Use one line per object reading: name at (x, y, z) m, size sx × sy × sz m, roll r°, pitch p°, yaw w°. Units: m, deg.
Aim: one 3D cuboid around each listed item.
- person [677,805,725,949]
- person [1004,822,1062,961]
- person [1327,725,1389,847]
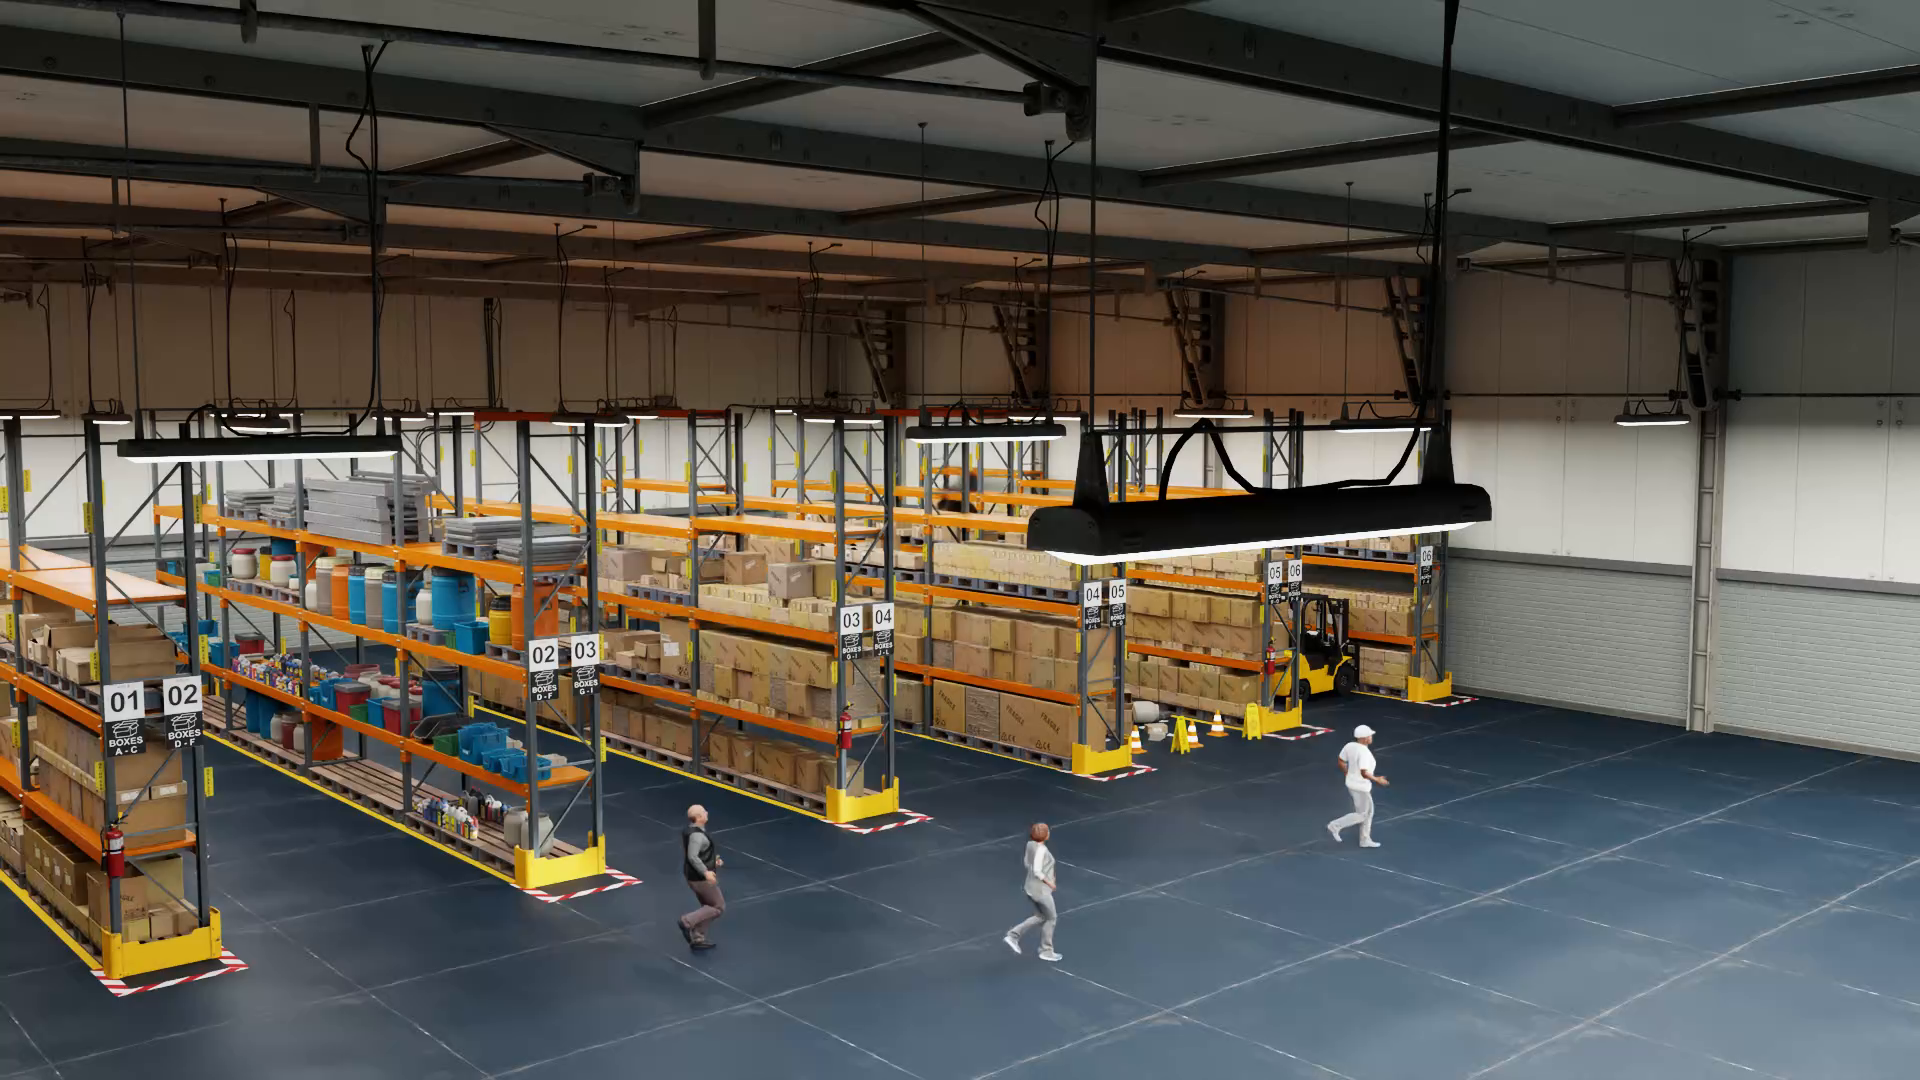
person at (-2.959, 3.837, 18.927) m, size 0.582 × 1.677 × 0.669 m, roll -2°, pitch 5°, yaw -20°
person at (0.835, 3.971, 18.499) m, size 0.675 × 1.498 × 0.550 m, roll -2°, pitch 5°, yaw -19°
person at (5.478, 3.438, 23.126) m, size 0.832 × 1.734 × 0.689 m, roll -1°, pitch 5°, yaw -9°
